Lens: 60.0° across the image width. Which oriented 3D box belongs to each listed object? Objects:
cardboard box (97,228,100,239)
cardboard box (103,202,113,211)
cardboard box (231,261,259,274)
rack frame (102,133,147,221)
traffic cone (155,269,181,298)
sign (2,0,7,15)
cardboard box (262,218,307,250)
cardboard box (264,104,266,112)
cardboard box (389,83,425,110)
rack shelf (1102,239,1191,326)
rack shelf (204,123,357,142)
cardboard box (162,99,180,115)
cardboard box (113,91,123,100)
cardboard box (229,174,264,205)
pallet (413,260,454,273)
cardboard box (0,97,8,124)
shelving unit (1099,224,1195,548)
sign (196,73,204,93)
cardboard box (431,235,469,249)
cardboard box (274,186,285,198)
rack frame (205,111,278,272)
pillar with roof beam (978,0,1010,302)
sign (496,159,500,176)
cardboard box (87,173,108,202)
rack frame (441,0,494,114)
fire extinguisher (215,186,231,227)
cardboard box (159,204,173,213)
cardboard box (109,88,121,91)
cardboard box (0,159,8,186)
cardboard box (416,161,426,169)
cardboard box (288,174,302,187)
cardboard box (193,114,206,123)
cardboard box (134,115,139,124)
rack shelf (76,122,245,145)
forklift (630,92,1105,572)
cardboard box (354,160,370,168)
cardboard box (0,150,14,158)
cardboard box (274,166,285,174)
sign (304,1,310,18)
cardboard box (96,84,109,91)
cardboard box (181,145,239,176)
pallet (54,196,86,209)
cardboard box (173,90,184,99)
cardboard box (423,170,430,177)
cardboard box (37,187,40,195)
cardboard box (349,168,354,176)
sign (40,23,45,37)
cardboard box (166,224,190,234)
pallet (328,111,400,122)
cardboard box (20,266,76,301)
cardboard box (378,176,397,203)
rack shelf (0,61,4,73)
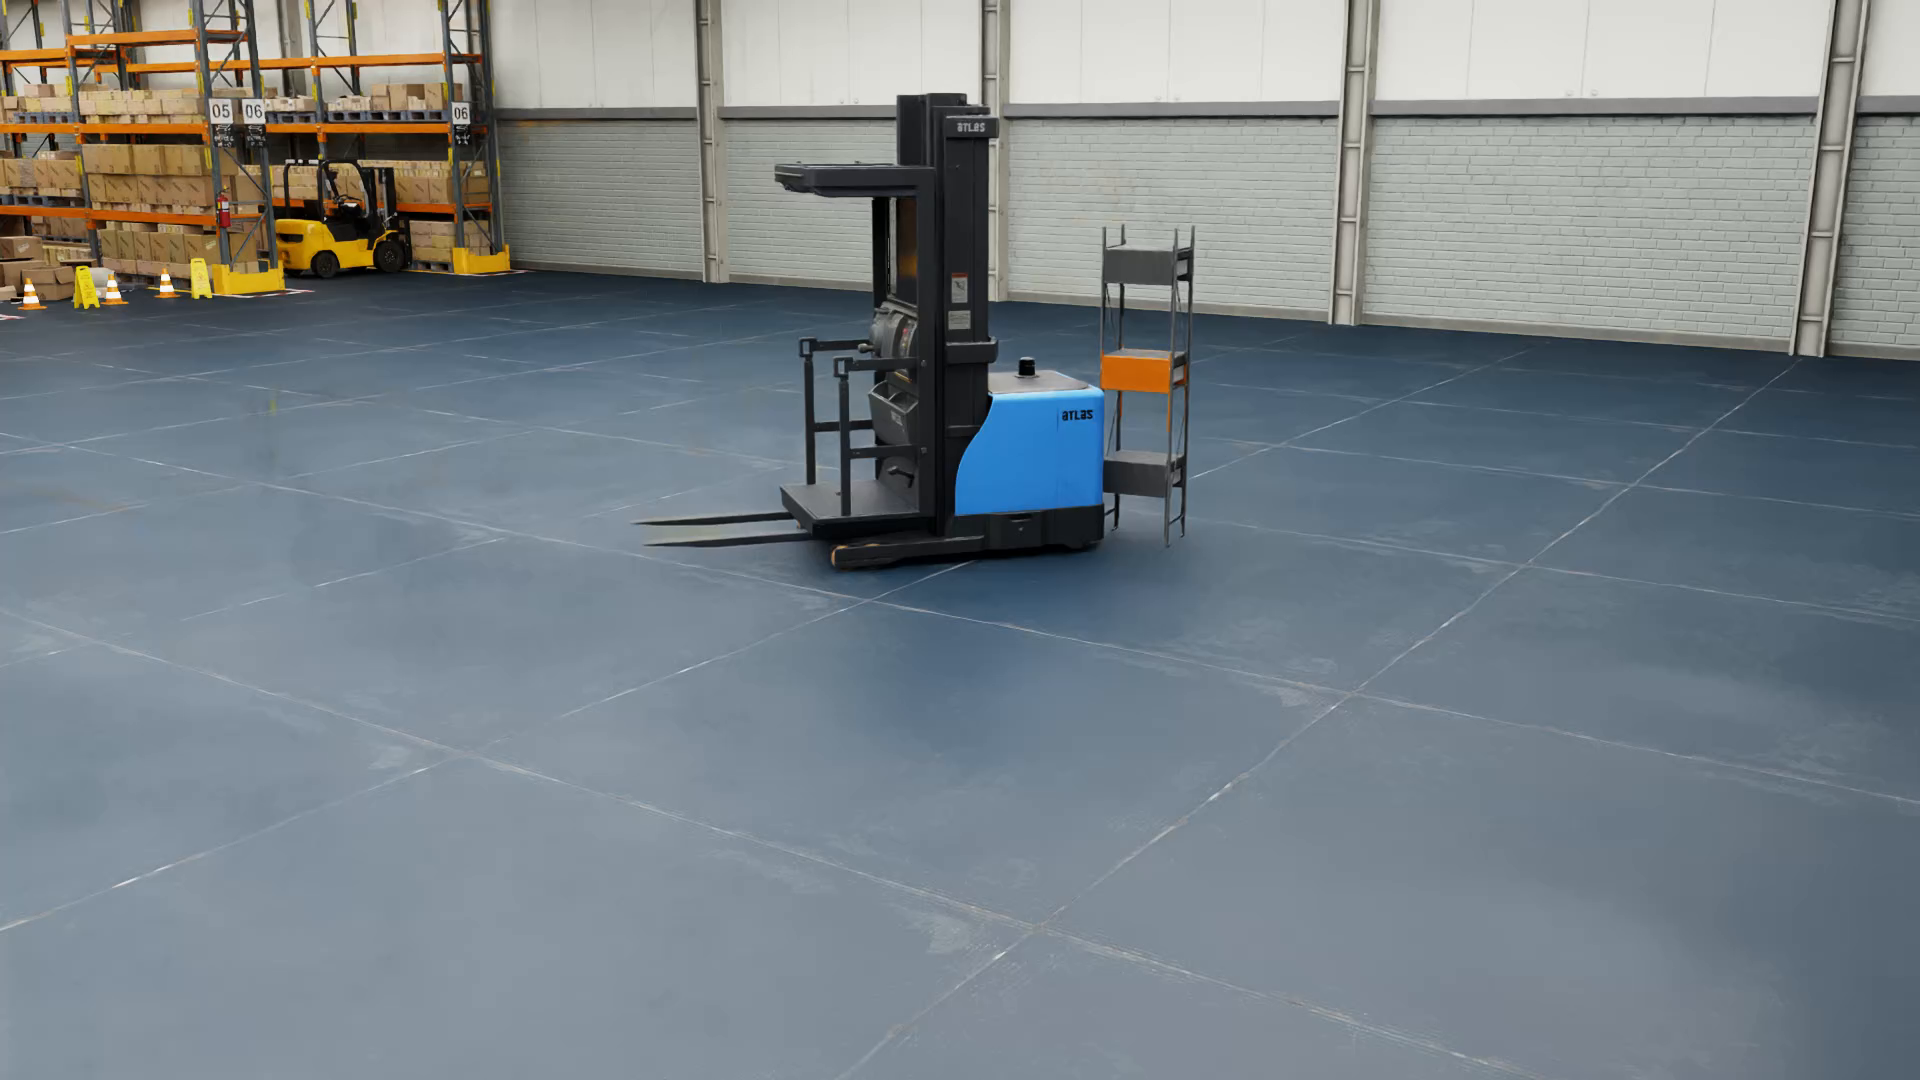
[{"bbox_3d":[-20.224,-7.245,39.166,0.258,0.266,0.396,10,17,35],"label":"cardboard box"},{"bbox_3d":[-15.109,-5.990,29.801,0.250,0.149,0.380,10,17,34],"label":"cardboard box"},{"bbox_3d":[-12.626,-4.738,29.068,0.500,0.250,0.500,9,17,32],"label":"cardboard box"},{"bbox_3d":[-19.301,-8.305,38.629,0.127,3.000,1.000,9,17,33],"label":"rack frame"},{"bbox_3d":[-13.188,-4.274,27.627,0.334,0.463,0.336,9,17,33],"label":"traffic cone"},{"bbox_3d":[-18.454,-10.292,32.062,0.005,0.325,0.100,9,17,33],"label":"sign"},{"bbox_3d":[-14.367,-6.557,35.636,0.625,0.625,0.875,8,16,31],"label":"cardboard box"},{"bbox_3d":[-14.385,-9.009,34.671,0.250,0.149,0.380,9,16,32],"label":"cardboard box"},{"bbox_3d":[-10.641,-8.620,32.372,0.500,0.500,0.700,9,17,33],"label":"cardboard box"},{"bbox_3d":[1.239,-1.704,10.980,0.480,0.518,0.431,6,15,24],"label":"rack shelf"},{"bbox_3d":[-14.322,-8.607,35.104,4.000,0.370,1.077,9,17,33],"label":"rack shelf"},{"bbox_3d":[-13.095,-7.318,28.094,0.500,0.250,0.500,9,16,32],"label":"cardboard box"},{"bbox_3d":[-14.468,-7.725,28.910,0.250,0.149,0.380,9,16,31],"label":"cardboard box"},{"bbox_3d":[-12.349,-6.017,28.560,0.500,0.500,0.500,9,16,32],"label":"cardboard box"},{"bbox_3d":[-10.002,-5.436,32.844,1.213,0.211,1.003,9,17,33],"label":"pallet"},{"bbox_3d":[-17.968,-8.154,31.568,0.500,0.500,0.700,9,17,33],"label":"cardboard box"},{"bbox_3d":[1.239,-1.038,11.145,0.503,2.100,0.431,6,15,24],"label":"shelving unit"},{"bbox_3d":[-12.437,-7.483,27.225,0.005,0.325,0.100,9,17,33],"label":"sign"},{"bbox_3d":[-9.922,-5.810,32.360,0.500,0.250,0.500,9,16,32],"label":"cardboard box"},{"bbox_3d":[-14.042,-7.313,34.937,0.500,0.250,0.500,9,17,33],"label":"cardboard box"},{"bbox_3d":[-12.111,-5.705,28.128,0.127,3.000,1.000,9,17,33],"label":"rack frame"},{"bbox_3d":[-1.864,-7.413,22.542,0.400,9.000,9.100,9,17,33],"label":"pillar with roof beam"},{"bbox_3d":[-9.029,-7.264,32.458,0.005,0.325,0.100,9,17,33],"label":"sign"},{"bbox_3d":[-15.221,-6.320,29.784,0.500,0.500,0.500,9,17,33],"label":"cardboard box"},{"bbox_3d":[-9.344,-9.607,31.407,0.127,3.000,1.000,9,17,33],"label":"rack frame"},{"bbox_3d":[-12.273,-5.560,27.704,0.183,0.674,0.296,9,17,33],"label":"fire extinguisher"},{"bbox_3d":[-13.641,-5.748,28.825,0.250,0.149,0.380,9,17,32],"label":"cardboard box"},{"bbox_3d":[-19.246,-10.127,37.706,0.258,0.266,0.396,9,17,32],"label":"cardboard box"},{"bbox_3d":[-18.069,-7.000,31.657,0.500,0.500,0.500,10,17,36],"label":"cardboard box"},{"bbox_3d":[-10.378,-7.314,32.450,0.250,0.149,0.380,9,17,33],"label":"cardboard box"},{"bbox_3d":[-13.644,-7.484,34.586,0.500,0.250,0.500,9,16,31],"label":"cardboard box"},{"bbox_3d":[-12.563,-7.031,27.766,0.250,0.149,0.380,9,17,33],"label":"cardboard box"},{"bbox_3d":[-14.027,-7.278,28.761,0.250,0.149,0.380,9,17,33],"label":"cardboard box"},{"bbox_3d":[-13.771,-7.080,28.937,4.000,0.370,1.077,9,17,33],"label":"rack shelf"},{"bbox_3d":[-0.616,-1.363,10.729,3.031,2.935,1.130,-4,15,-17],"label":"forklift"},{"bbox_3d":[-11.924,-7.533,33.335,0.250,0.149,0.380,10,17,34],"label":"cardboard box"},{"bbox_3d":[-19.022,-7.427,32.794,0.500,0.500,0.500,9,16,31],"label":"cardboard box"},{"bbox_3d":[-14.147,-7.762,34.880,0.250,0.149,0.380,9,17,33],"label":"cardboard box"},{"bbox_3d":[-12.956,-10.526,33.009,0.005,0.325,0.100,9,17,33],"label":"sign"},{"bbox_3d":[-16.110,-8.295,30.743,0.500,0.250,0.500,9,16,32],"label":"cardboard box"},{"bbox_3d":[-12.657,-6.408,28.061,0.500,0.500,0.700,9,16,31],"label":"cardboard box"},{"bbox_3d":[-15.983,-6.280,30.849,1.213,0.211,1.003,9,17,33],"label":"pallet"},{"bbox_3d":[-12.971,-7.486,27.941,0.250,0.149,0.380,9,16,32],"label":"cardboard box"},{"bbox_3d":[-10.198,-7.125,32.305,0.250,0.149,0.380,10,17,34],"label":"cardboard box"},{"bbox_3d":[-17.011,-6.533,31.121,0.250,0.149,0.380,9,16,31],"label":"cardboard box"},{"bbox_3d":[-12.098,-7.436,33.563,0.250,0.149,0.380,9,17,33],"label":"cardboard box"},{"bbox_3d":[-22.294,-12.391,40.380,0.005,0.325,0.100,9,17,33],"label":"sign"},{"bbox_3d":[-13.470,-5.379,28.747,0.250,0.149,0.380,10,17,34],"label":"cardboard box"},{"bbox_3d":[-11.941,-8.536,33.504,1.213,0.211,1.003,9,17,33],"label":"pallet"},{"bbox_3d":[-14.981,-4.224,27.340,0.637,0.503,0.797,-1,14,-6],"label":"cardboard box"},{"bbox_3d":[-11.173,-6.963,33.000,0.500,0.500,0.500,9,17,33],"label":"cardboard box"},{"bbox_3d":[-20.409,-9.415,32.959,4.000,0.370,1.077,9,17,33],"label":"rack shelf"}]
